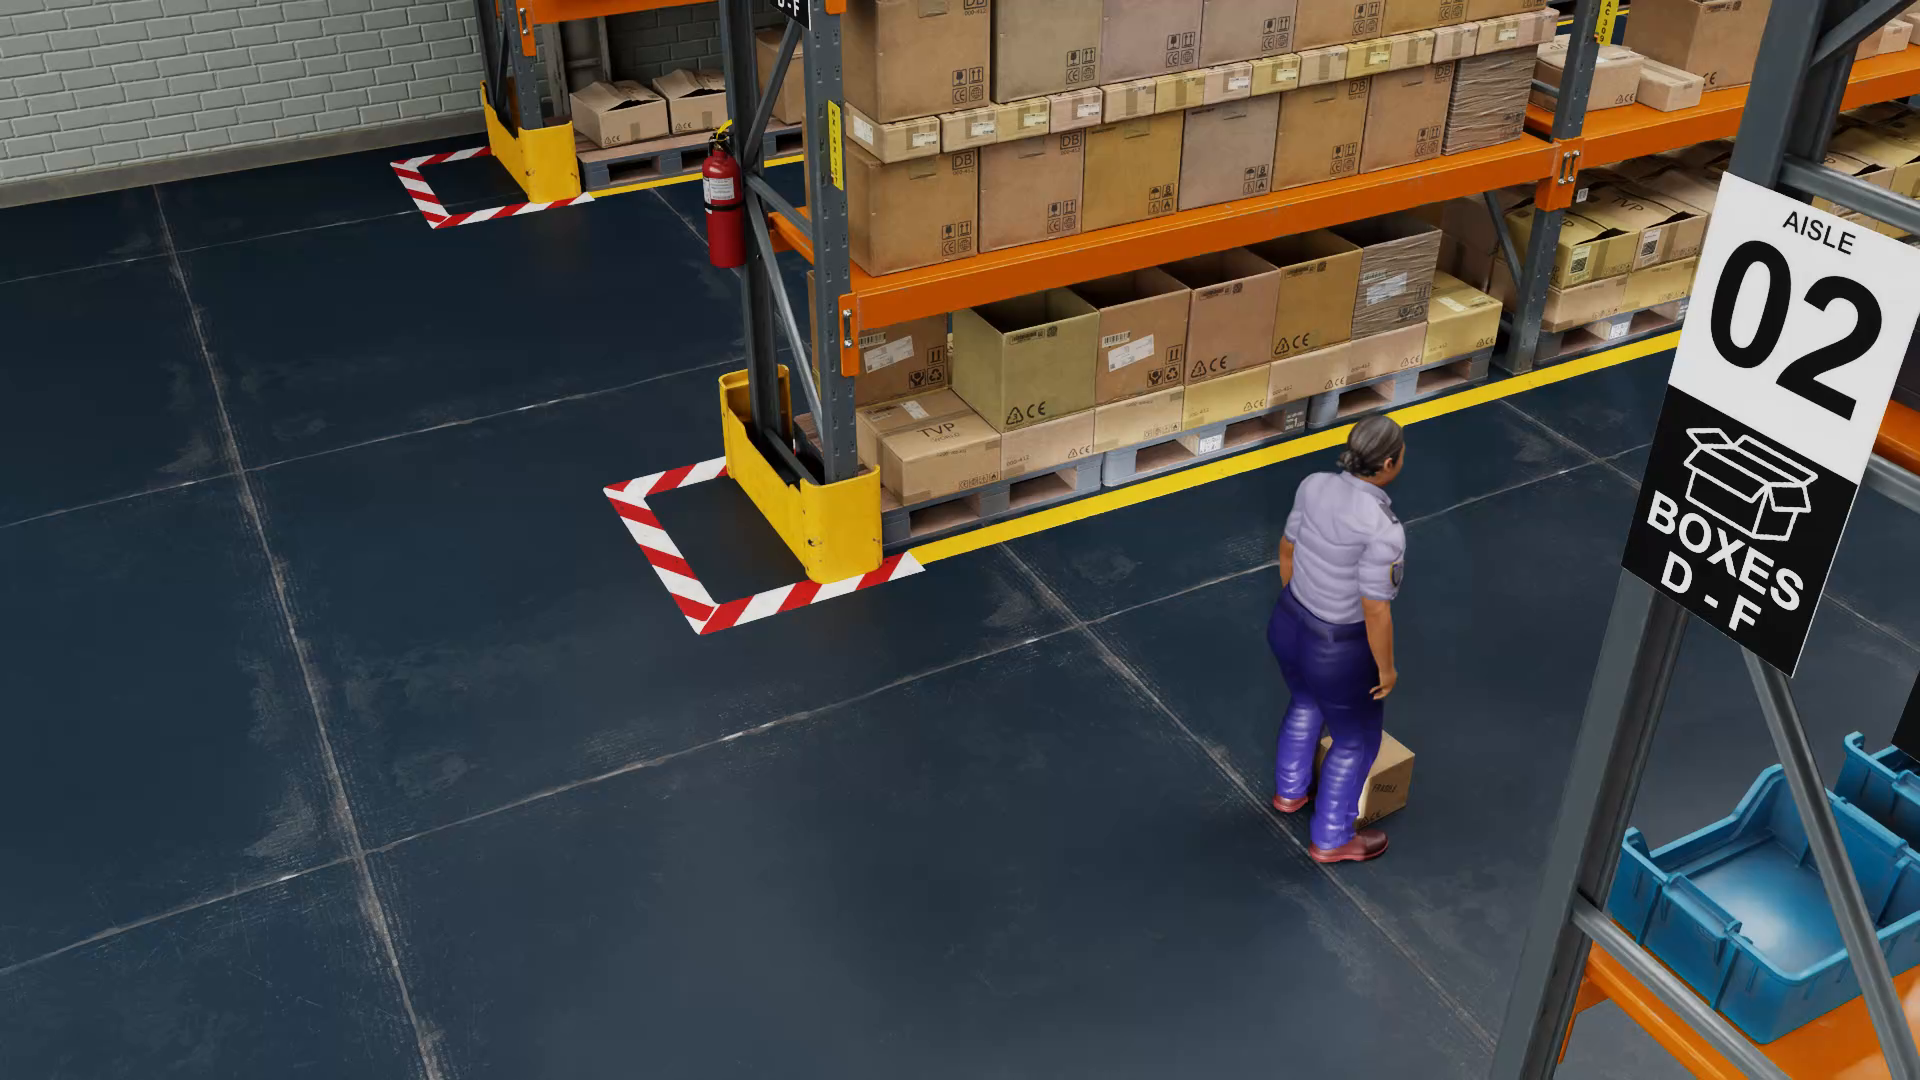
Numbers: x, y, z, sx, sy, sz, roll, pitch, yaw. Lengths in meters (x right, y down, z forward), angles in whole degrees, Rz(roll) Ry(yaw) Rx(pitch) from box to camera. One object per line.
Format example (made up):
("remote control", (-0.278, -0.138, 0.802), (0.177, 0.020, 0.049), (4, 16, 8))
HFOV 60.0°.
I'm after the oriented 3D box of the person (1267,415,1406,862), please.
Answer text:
("person", (1.290, 0.337, 5.645), (0.415, 1.637, 0.546), (-16, 37, -23))
